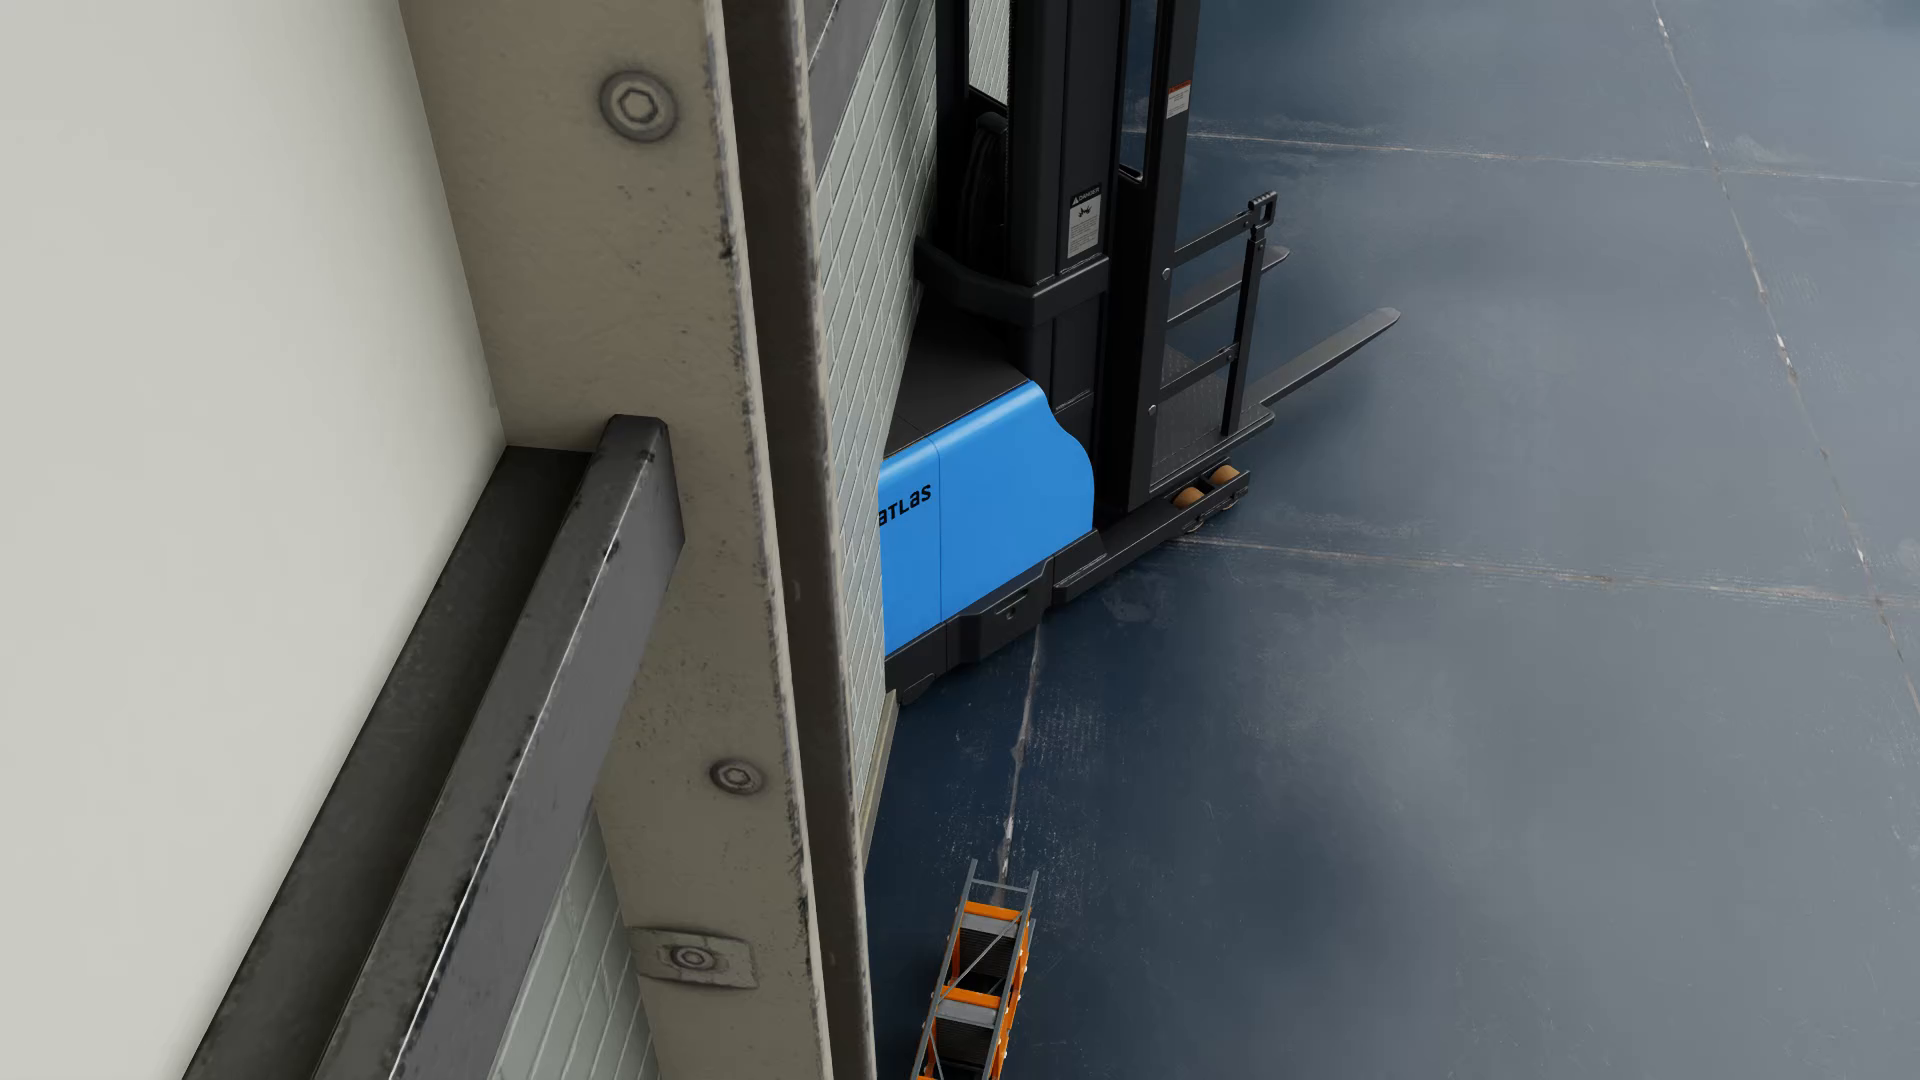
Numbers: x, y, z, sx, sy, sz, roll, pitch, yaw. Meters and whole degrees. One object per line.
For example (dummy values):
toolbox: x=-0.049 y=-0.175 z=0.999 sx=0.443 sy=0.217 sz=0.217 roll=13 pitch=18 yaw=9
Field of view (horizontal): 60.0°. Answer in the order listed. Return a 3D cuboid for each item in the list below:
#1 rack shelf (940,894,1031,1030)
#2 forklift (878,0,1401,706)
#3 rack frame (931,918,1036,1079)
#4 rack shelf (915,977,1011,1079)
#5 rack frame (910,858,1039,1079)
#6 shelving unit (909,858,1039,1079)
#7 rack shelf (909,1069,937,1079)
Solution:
rack shelf: x=0.075 y=1.212 z=4.782 sx=0.215 sy=0.240 sz=0.259 roll=9 pitch=44 yaw=10
forklift: x=0.474 y=-1.344 z=5.537 sx=3.031 sy=2.935 sz=1.130 roll=-31 pitch=51 yaw=-28
rack frame: x=0.012 y=1.483 z=4.673 sx=0.200 sy=0.008 sz=1.050 roll=9 pitch=44 yaw=10
rack shelf: x=0.009 y=1.402 z=4.582 sx=0.215 sy=0.240 sz=0.259 roll=9 pitch=44 yaw=10
rack frame: x=0.012 y=1.306 z=4.505 sx=0.200 sy=0.008 sz=1.050 roll=9 pitch=44 yaw=10
shelving unit: x=0.012 y=1.395 z=4.589 sx=0.215 sy=0.252 sz=1.050 roll=9 pitch=44 yaw=10
rack shelf: x=-0.055 y=1.588 z=4.385 sx=0.215 sy=0.240 sz=0.259 roll=9 pitch=44 yaw=10
